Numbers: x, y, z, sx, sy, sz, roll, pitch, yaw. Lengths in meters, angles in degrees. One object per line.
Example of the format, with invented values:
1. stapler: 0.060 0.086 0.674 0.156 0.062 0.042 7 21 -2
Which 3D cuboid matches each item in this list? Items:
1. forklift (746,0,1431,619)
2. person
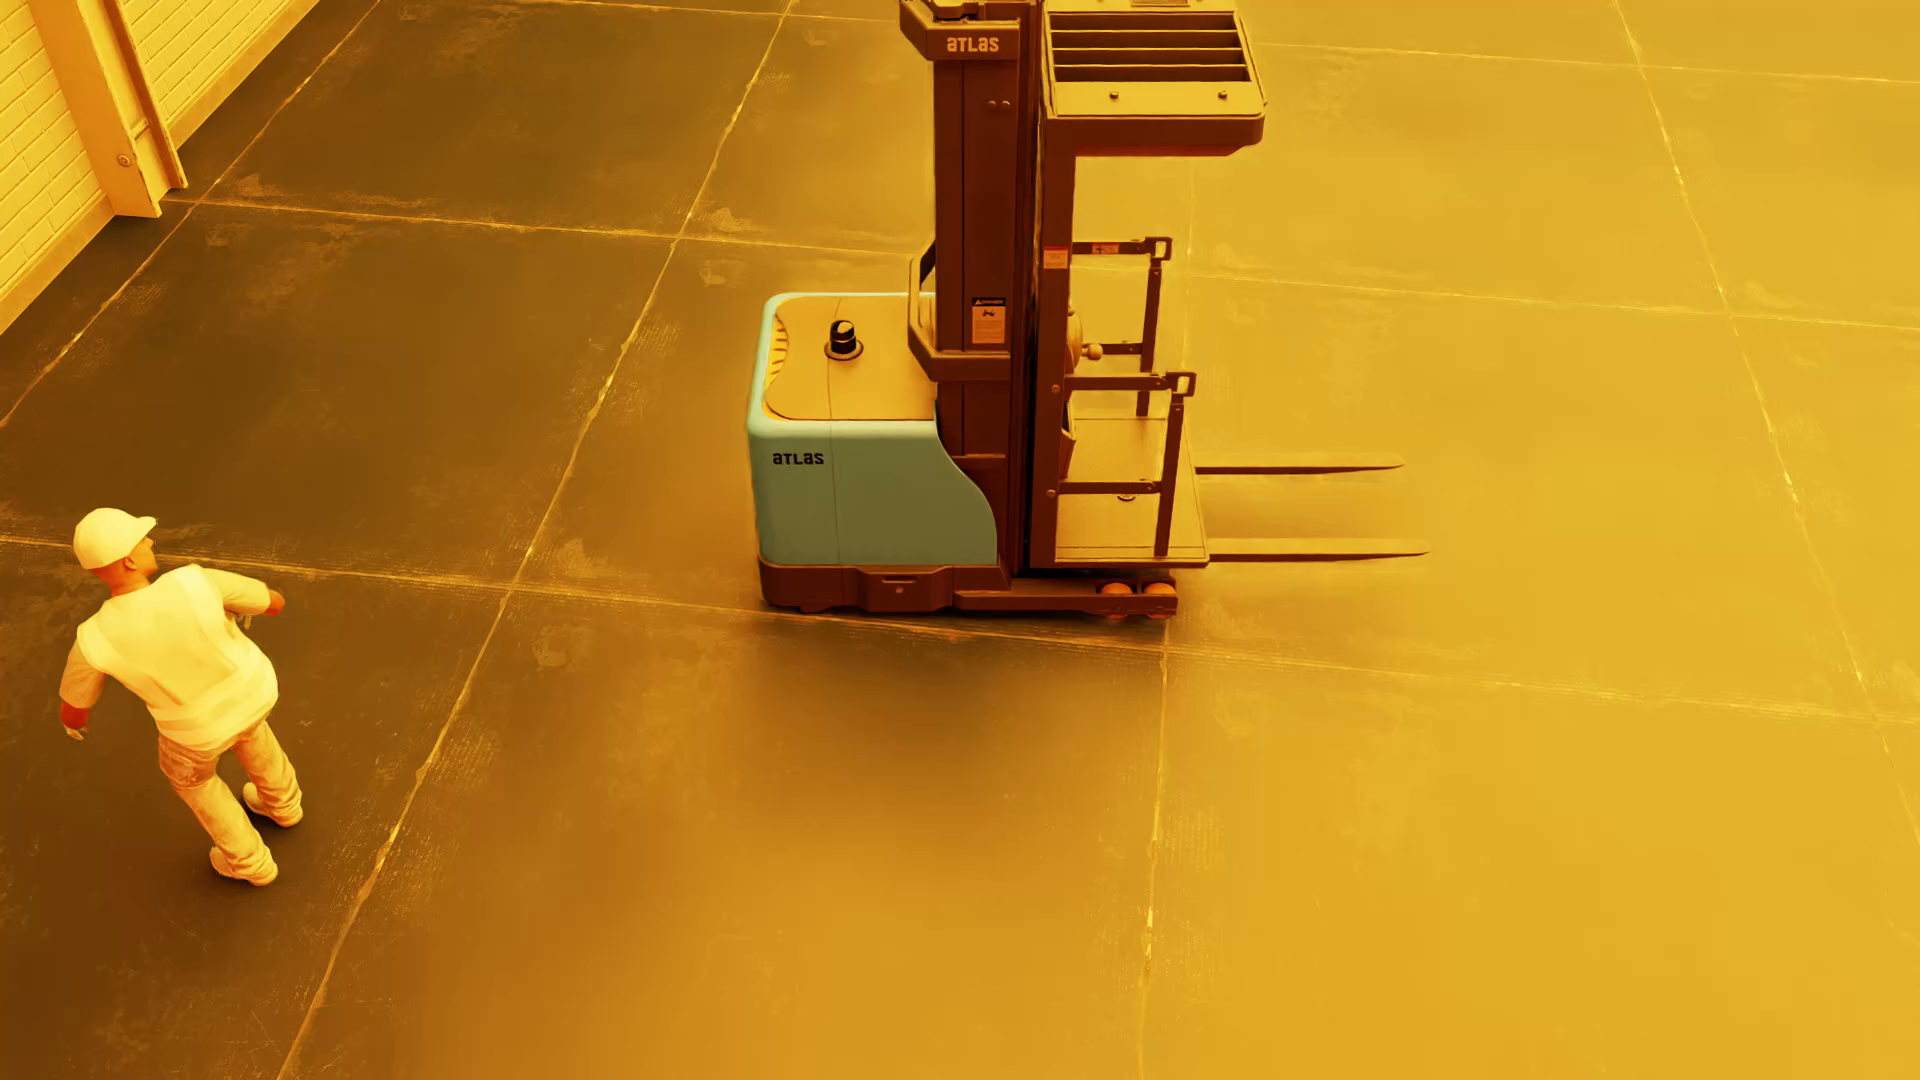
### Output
1. forklift: 0.613 -1.087 6.908 3.031 2.935 1.130 0 43 0
2. person: -2.783 0.572 6.012 0.532 1.724 0.795 33 52 30
